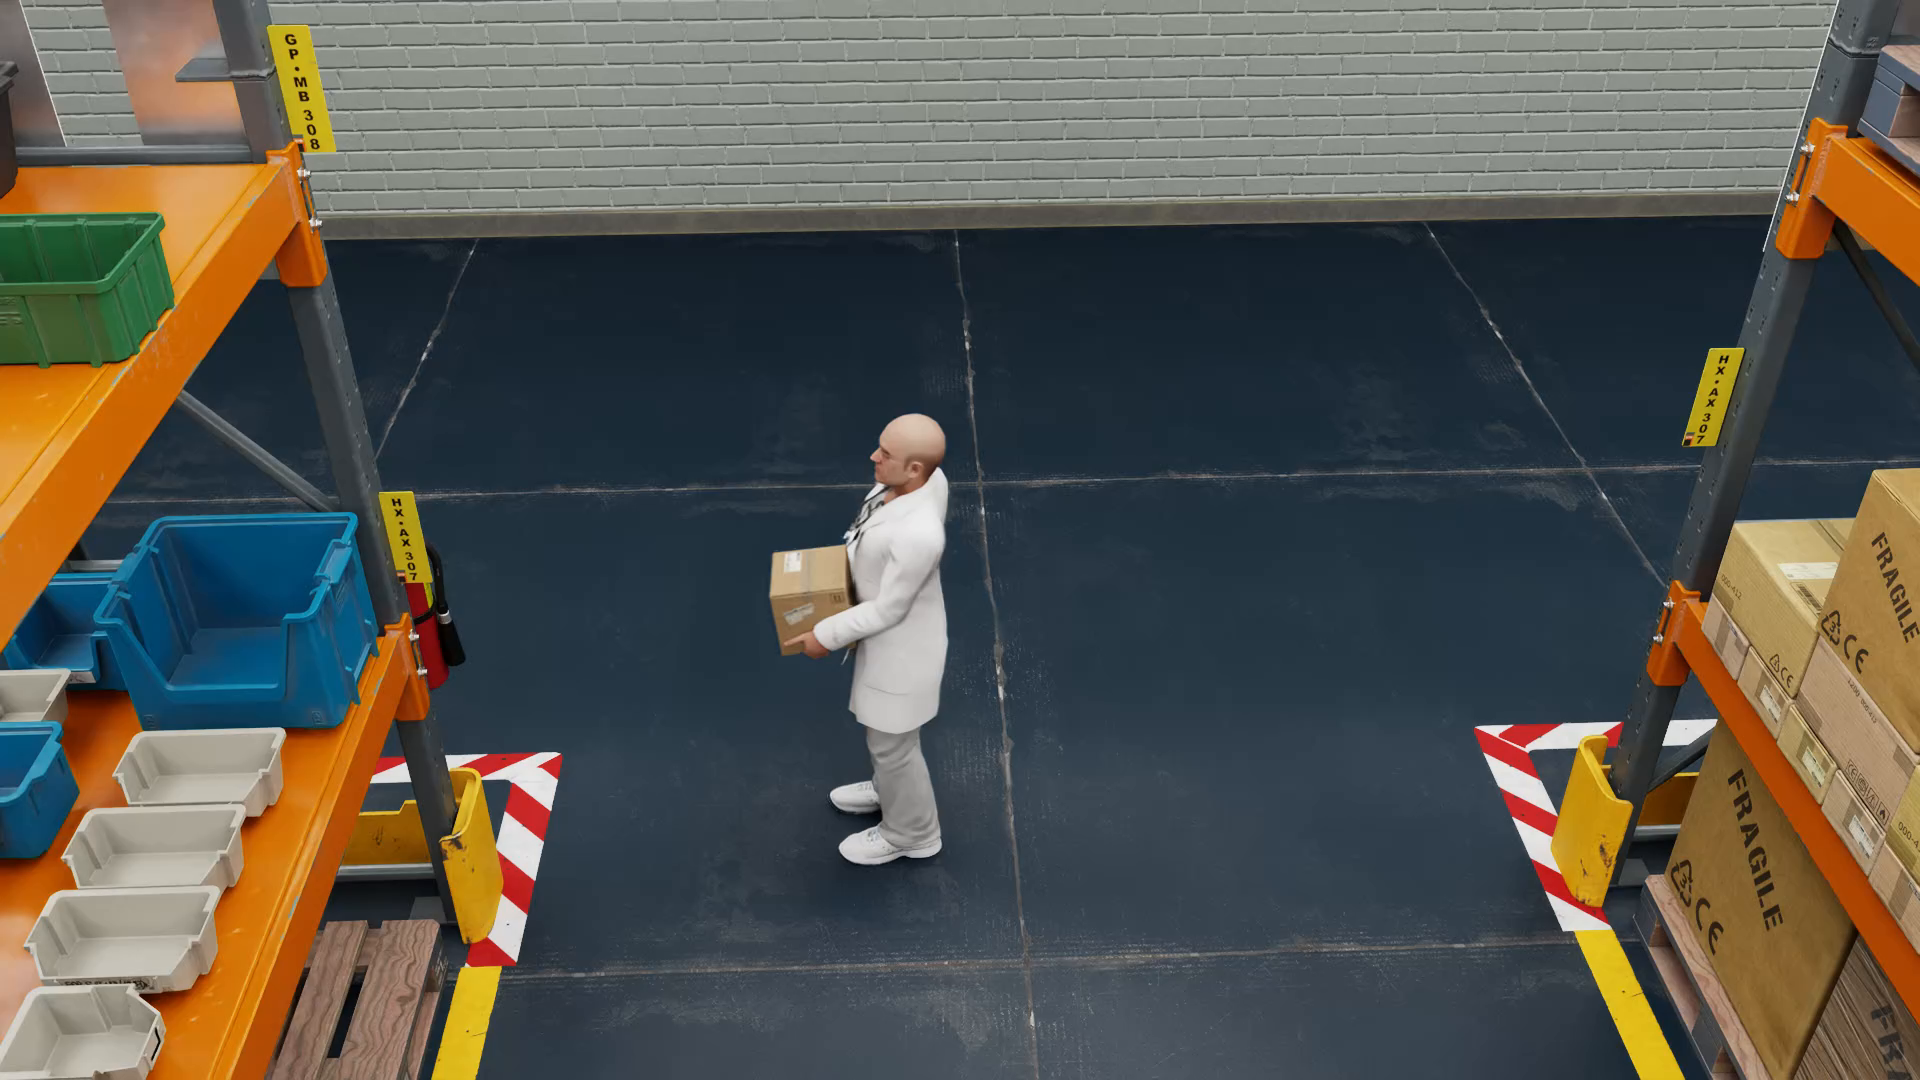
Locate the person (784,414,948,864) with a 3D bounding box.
[{"bbox_3d":[-0.311,0.344,5.662,0.554,1.774,0.533,-2,35,-2],"label":"person"}]
